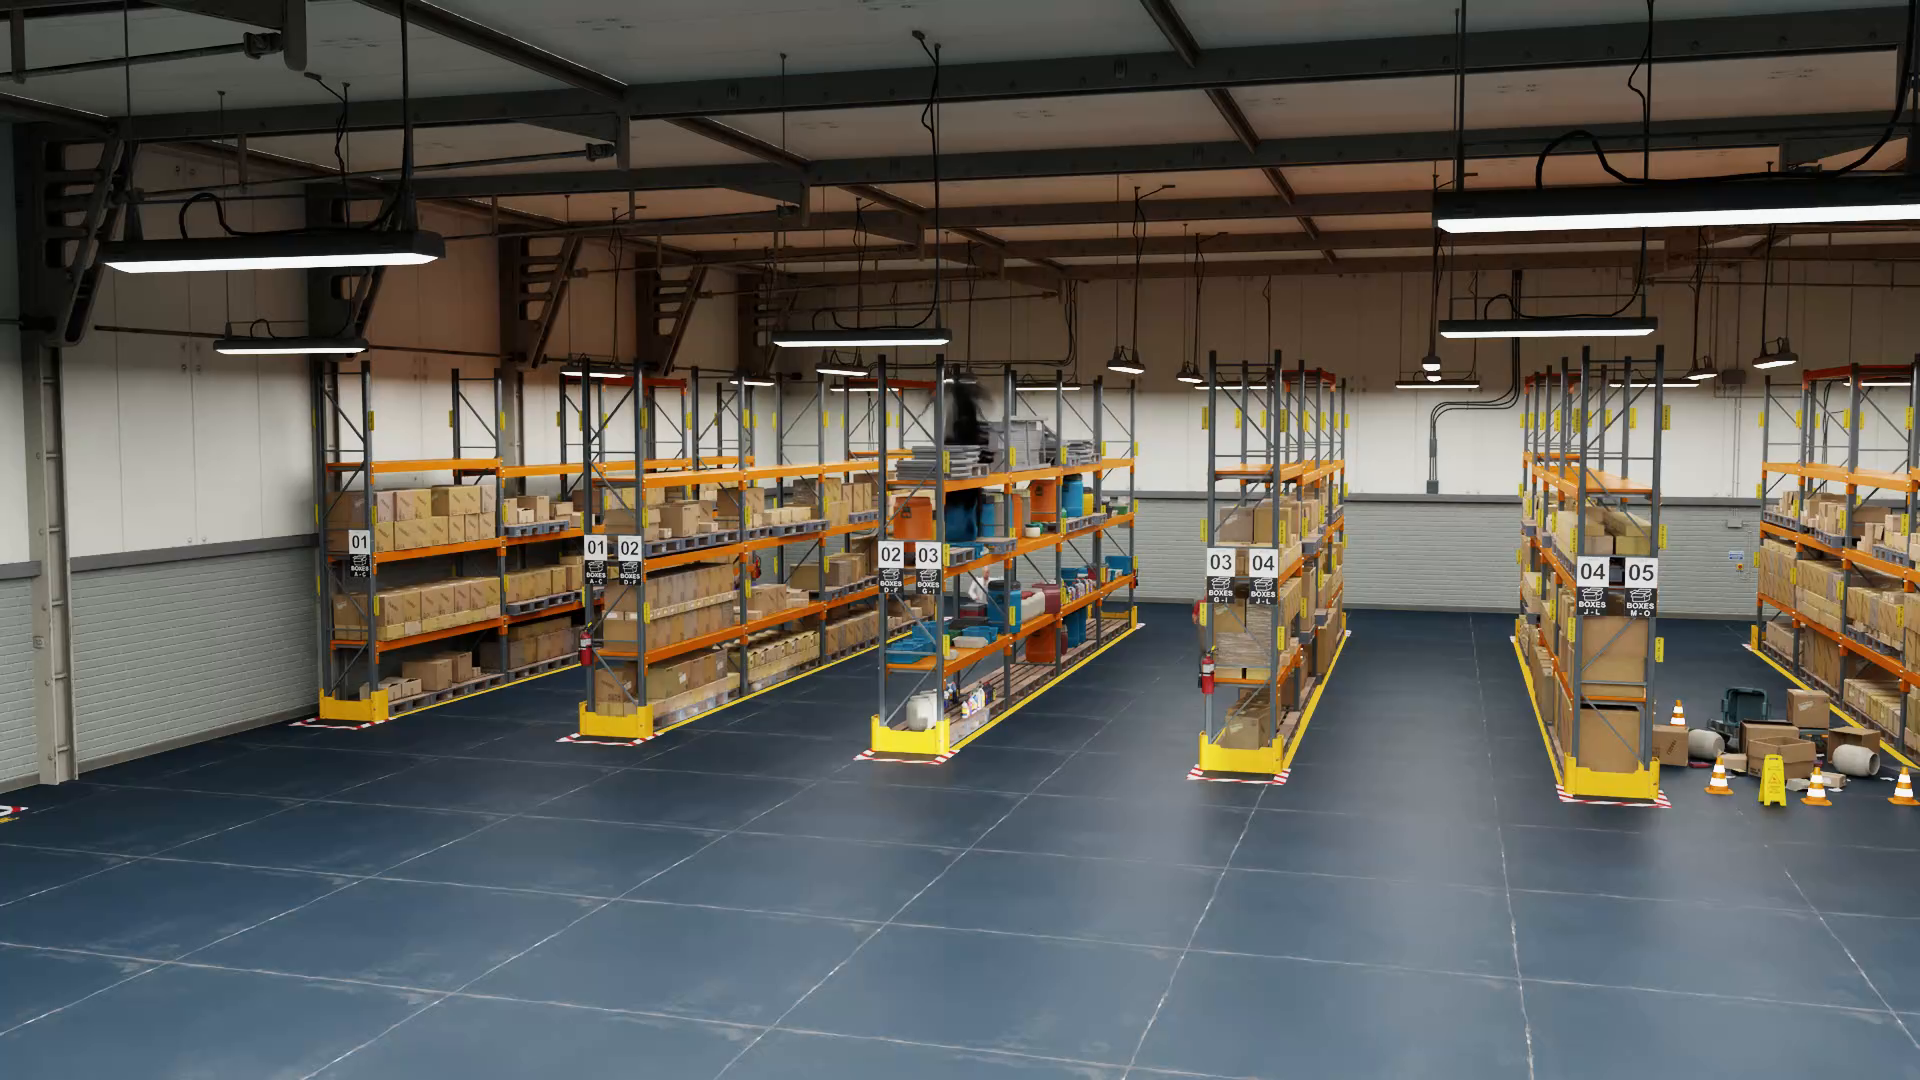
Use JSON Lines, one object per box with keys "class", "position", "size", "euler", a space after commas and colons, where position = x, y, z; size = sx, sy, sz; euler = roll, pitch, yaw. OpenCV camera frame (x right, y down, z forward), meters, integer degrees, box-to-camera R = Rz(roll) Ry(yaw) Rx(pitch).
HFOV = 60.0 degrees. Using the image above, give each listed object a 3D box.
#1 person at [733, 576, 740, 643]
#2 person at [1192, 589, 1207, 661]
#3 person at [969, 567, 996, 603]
{"class": "person", "position": [-4.890, 1.592, 36.481], "size": [0.562, 1.609, 0.589], "euler": [1, 4, 8]}
{"class": "person", "position": [4.945, 1.794, 33.052], "size": [0.651, 1.709, 0.893], "euler": [1, 4, 13]}
{"class": "person", "position": [0.546, 1.489, 36.857], "size": [0.712, 1.776, 0.955], "euler": [0, 4, 2]}
